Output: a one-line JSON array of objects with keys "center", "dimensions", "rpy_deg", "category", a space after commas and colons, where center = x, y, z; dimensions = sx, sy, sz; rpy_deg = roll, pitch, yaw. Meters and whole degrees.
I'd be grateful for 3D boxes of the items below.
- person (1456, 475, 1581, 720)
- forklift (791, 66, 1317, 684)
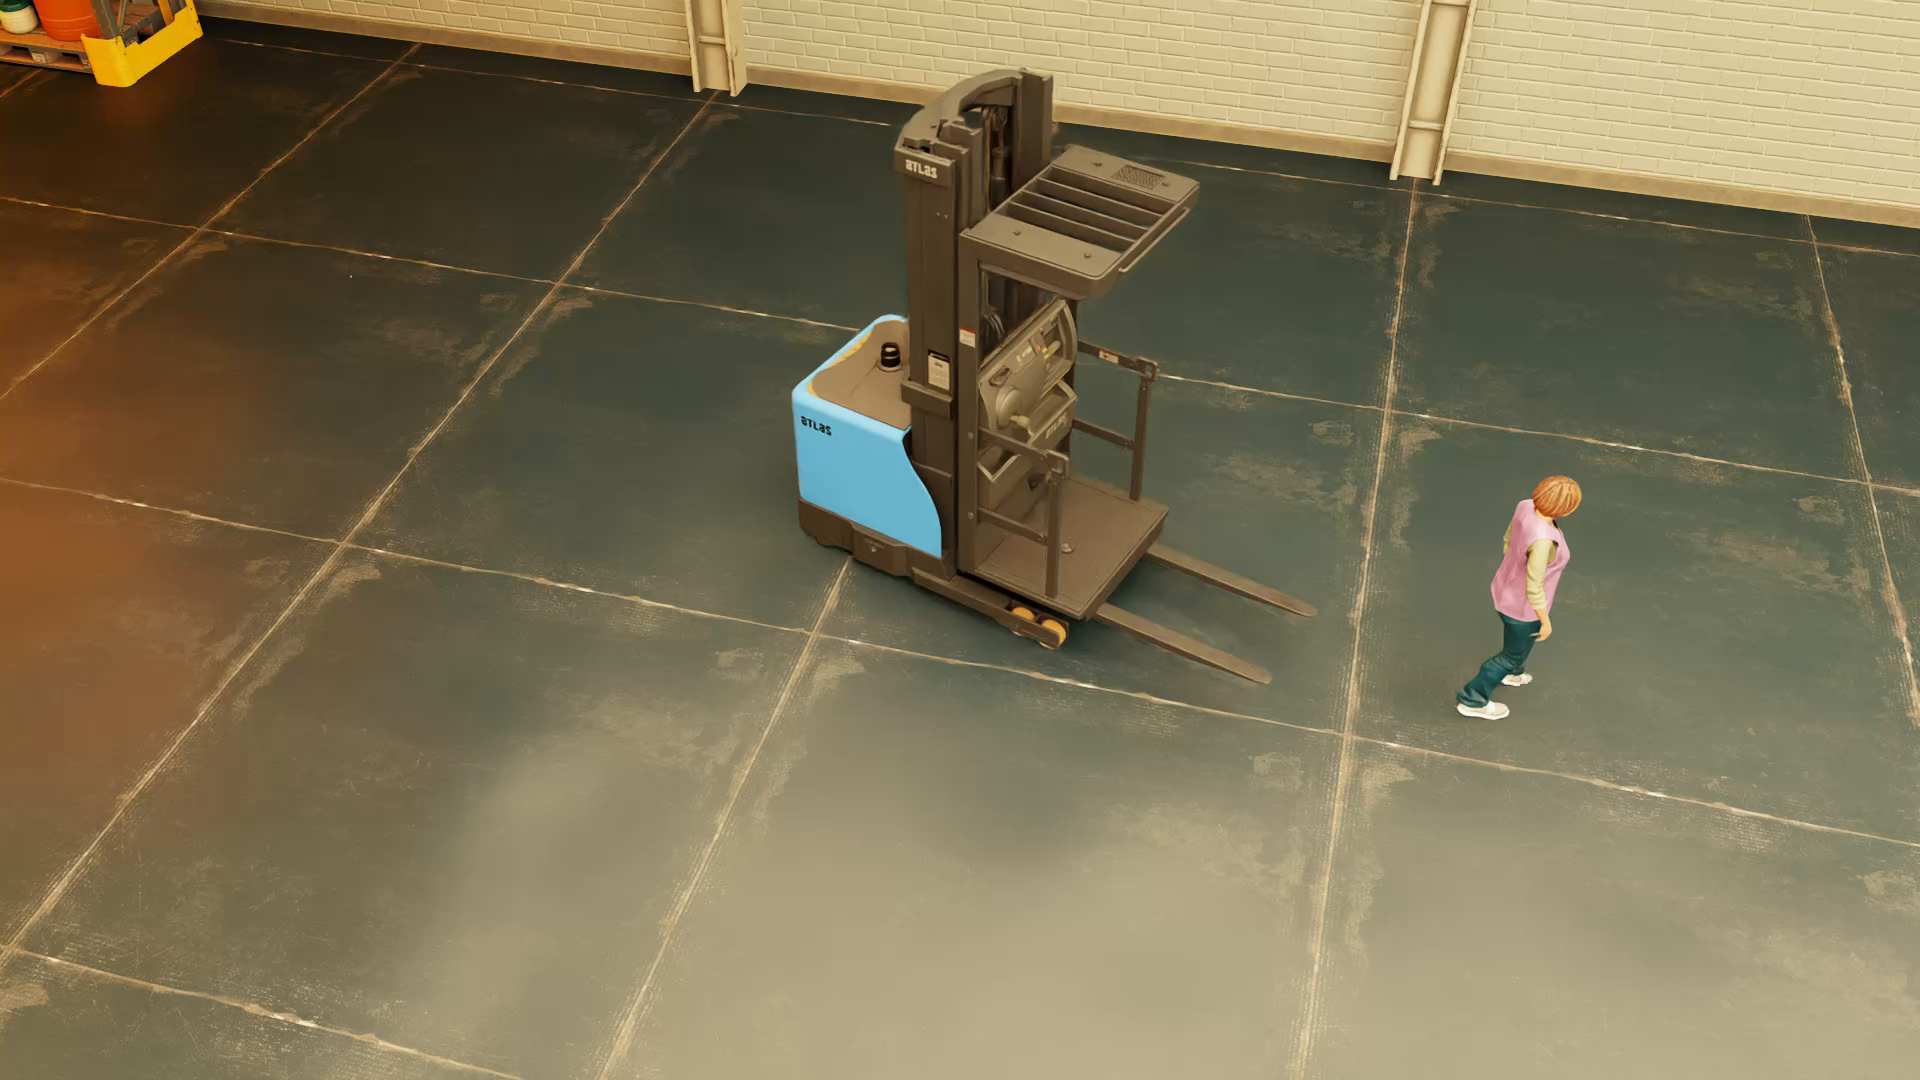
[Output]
[{"center": [2.927, 0.318, 8.564], "dimensions": [0.488, 1.628, 0.510], "rpy_deg": [3, 41, 3], "category": "person"}, {"center": [0.543, -0.889, 8.876], "dimensions": [3.031, 2.935, 1.130], "rpy_deg": [23, 46, 24], "category": "forklift"}]
